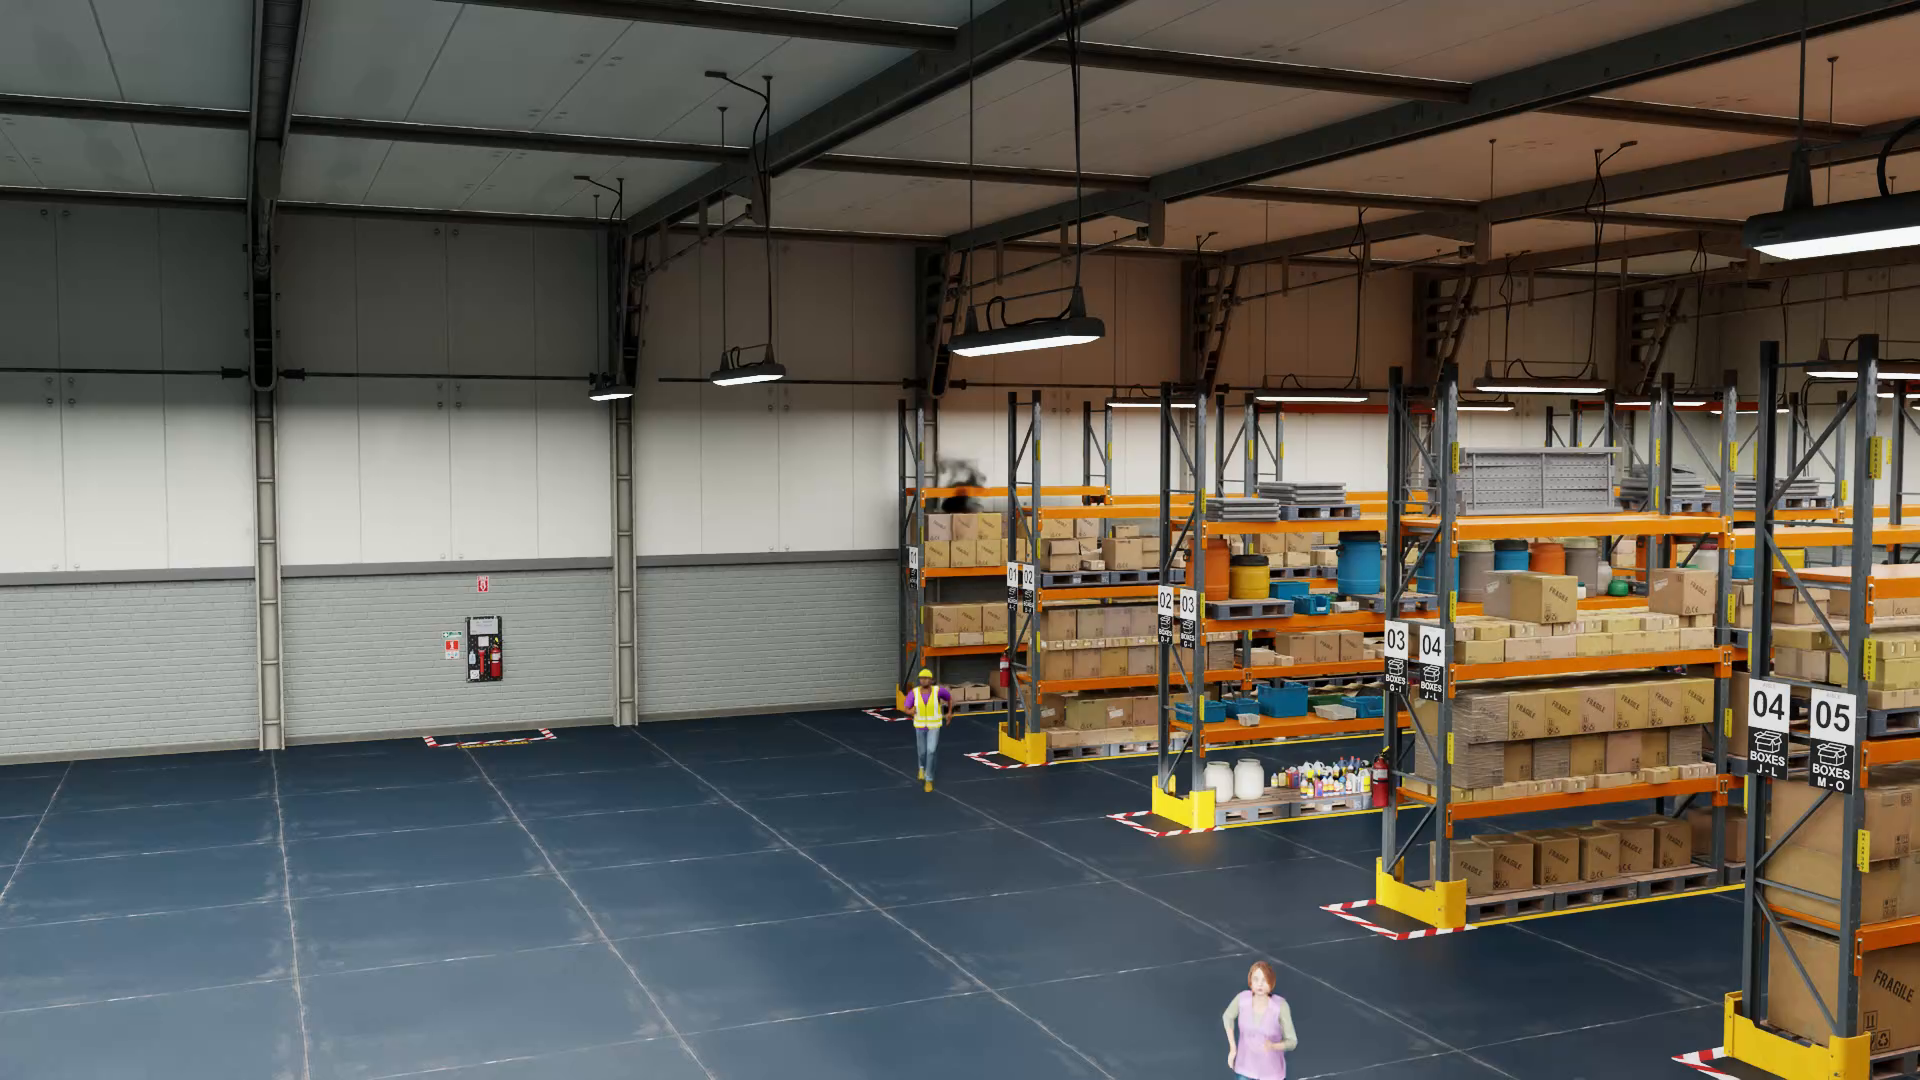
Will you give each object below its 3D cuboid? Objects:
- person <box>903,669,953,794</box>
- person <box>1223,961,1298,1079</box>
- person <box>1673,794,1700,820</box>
[{"bbox_3d":[-0.477,2.821,24.925,0.712,1.807,0.940,1,3,9],"label":"person"},{"bbox_3d":[2.048,3.696,11.394,0.519,1.643,0.675,1,3,13],"label":"person"},{"bbox_3d":[9.471,3.042,21.717,0.901,1.692,0.616,-2,4,-31],"label":"person"}]
